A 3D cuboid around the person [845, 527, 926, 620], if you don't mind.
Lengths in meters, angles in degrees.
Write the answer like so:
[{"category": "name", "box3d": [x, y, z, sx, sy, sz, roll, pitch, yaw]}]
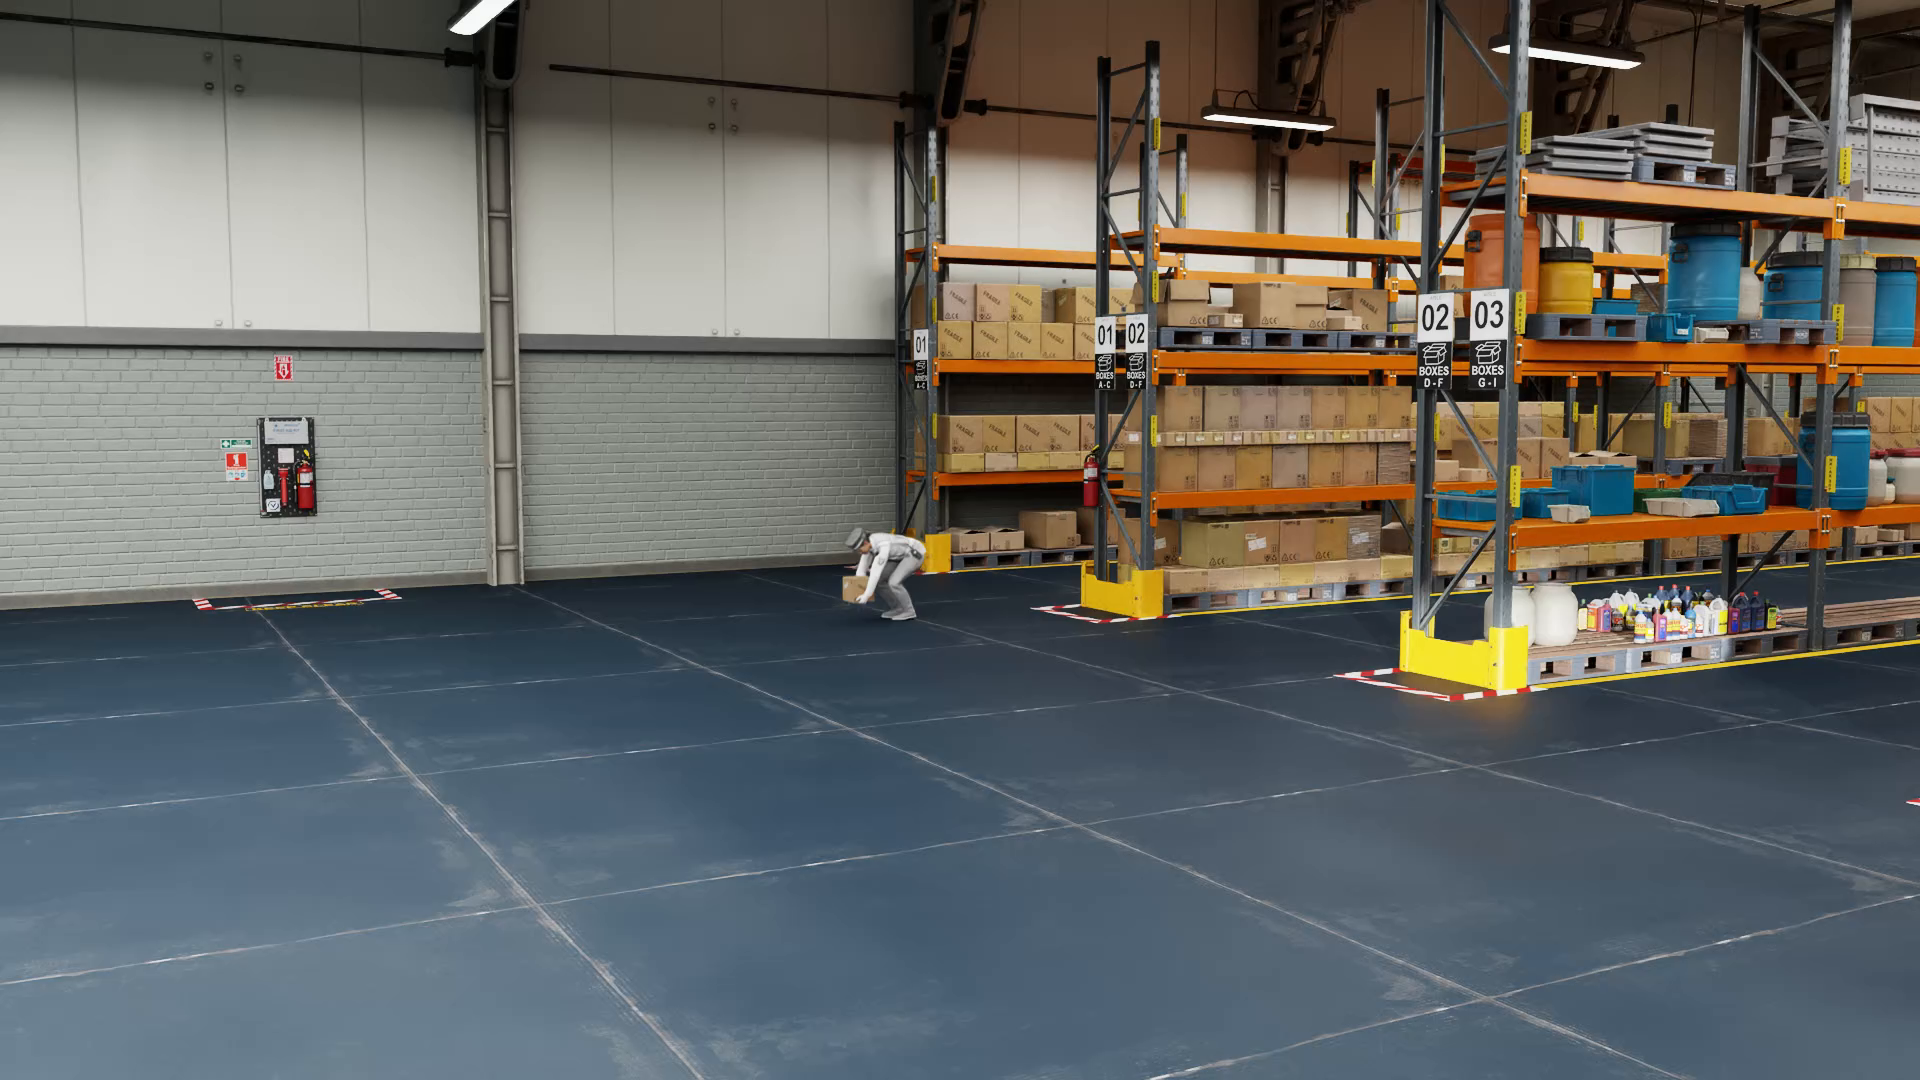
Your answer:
[{"category": "person", "box3d": [-0.789, 0.347, 17.415, 0.917, 0.991, 0.467, -3, 6, -31]}]
